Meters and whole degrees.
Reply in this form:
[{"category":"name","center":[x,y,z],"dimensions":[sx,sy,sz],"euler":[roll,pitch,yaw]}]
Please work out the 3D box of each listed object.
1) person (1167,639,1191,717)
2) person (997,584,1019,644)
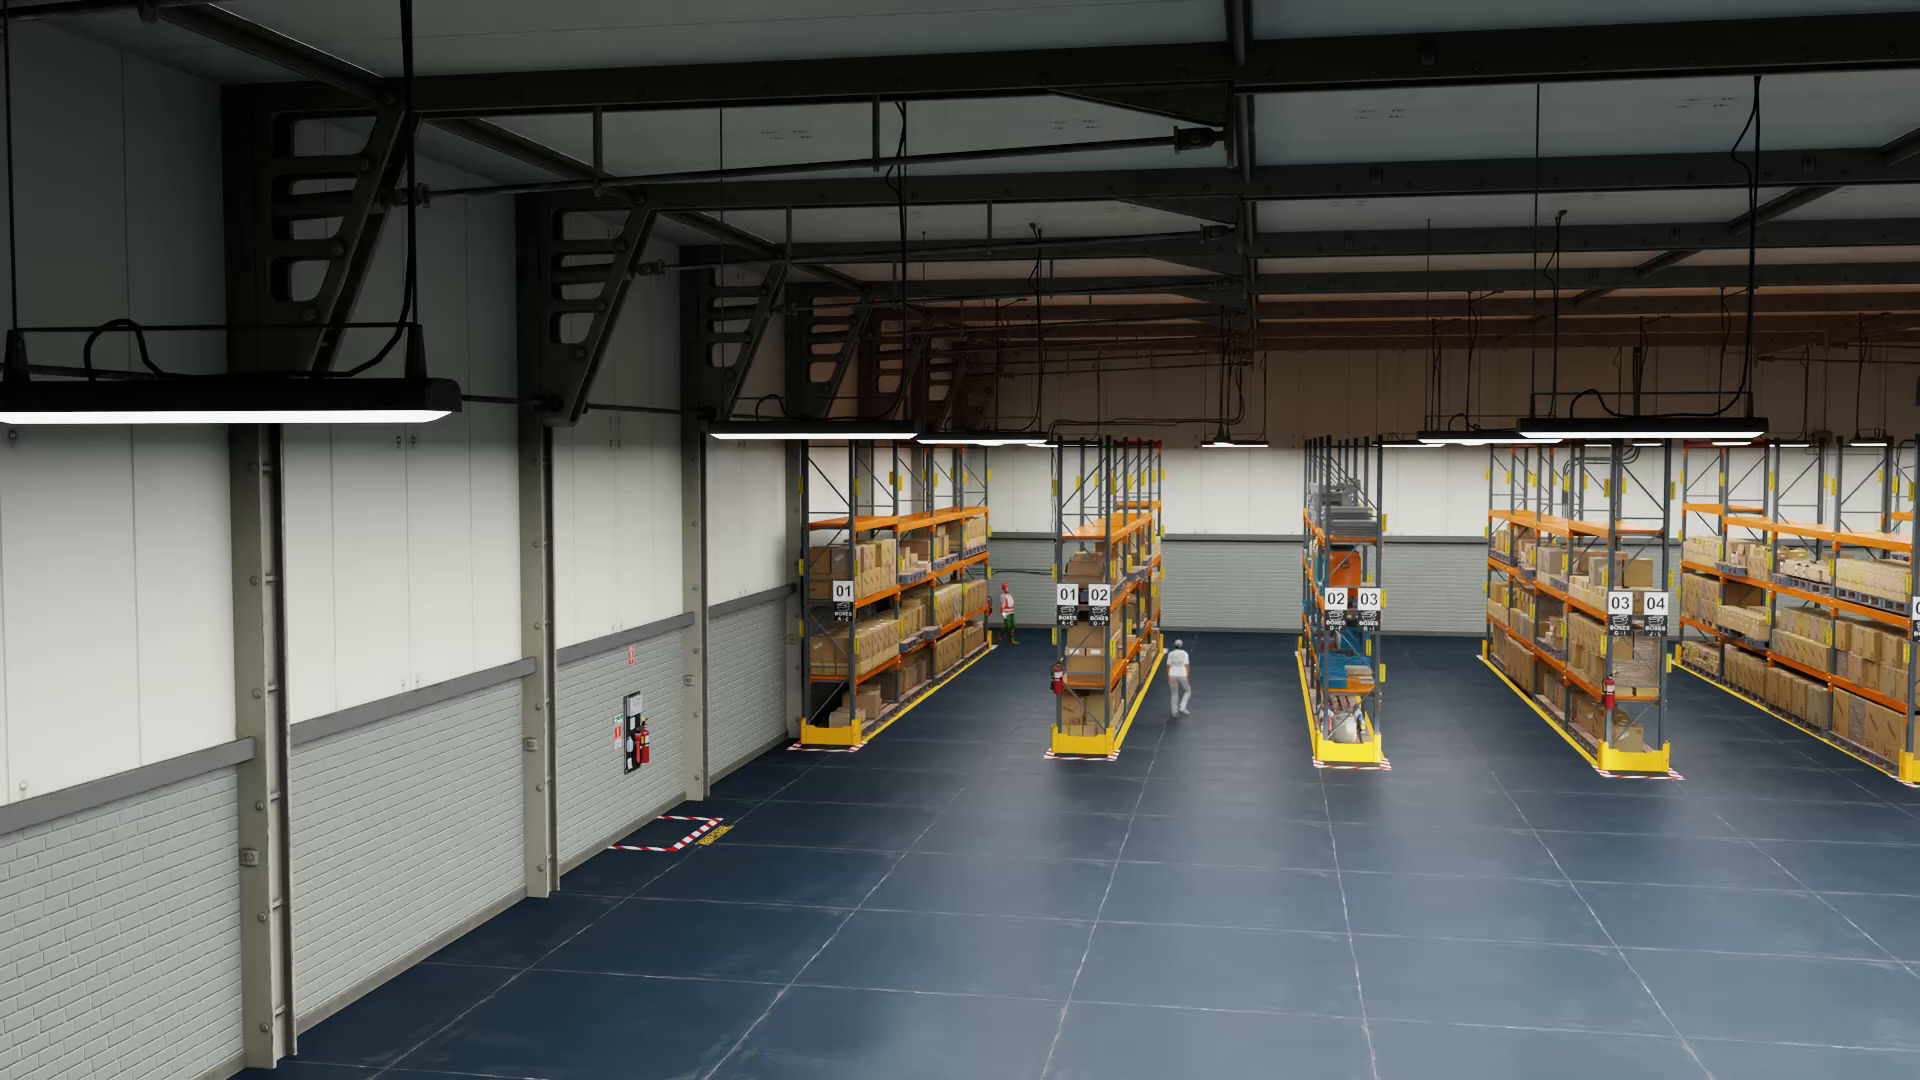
[{"category":"person","center":[4.688,2.960,35.648],"dimensions":[0.525,1.652,0.459],"euler":[1,3,24]},{"category":"person","center":[1.377,2.186,48.887],"dimensions":[0.616,1.768,0.626],"euler":[2,4,36]}]
